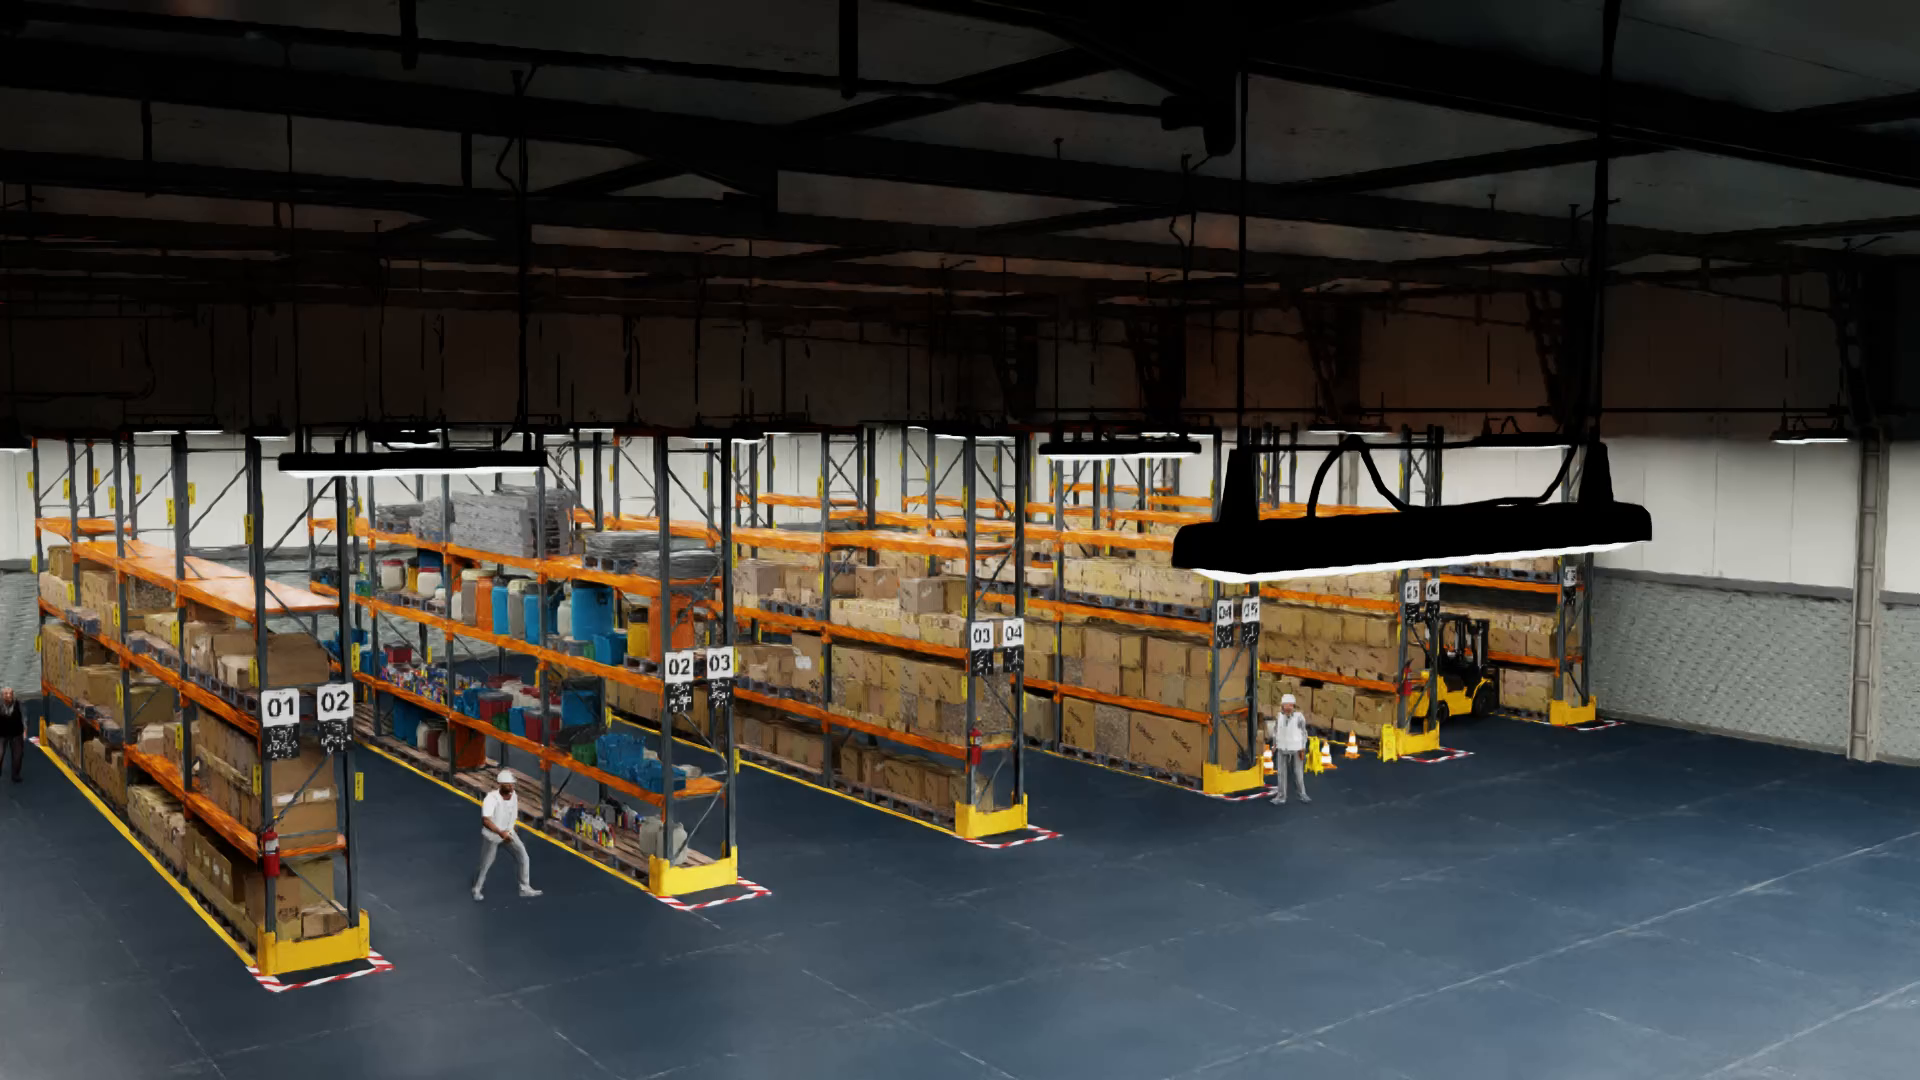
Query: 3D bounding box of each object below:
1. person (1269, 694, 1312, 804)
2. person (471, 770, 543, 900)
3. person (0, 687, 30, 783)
[{"bbox_3d":[5.329,3.353,26.775,0.651,1.773,0.554,3,5,32],"label":"person"},{"bbox_3d":[-5.920,3.786,21.425,0.815,1.692,0.711,3,5,34],"label":"person"},{"bbox_3d":[-16.100,3.297,28.108,0.677,1.674,0.534,-4,6,-38],"label":"person"}]
